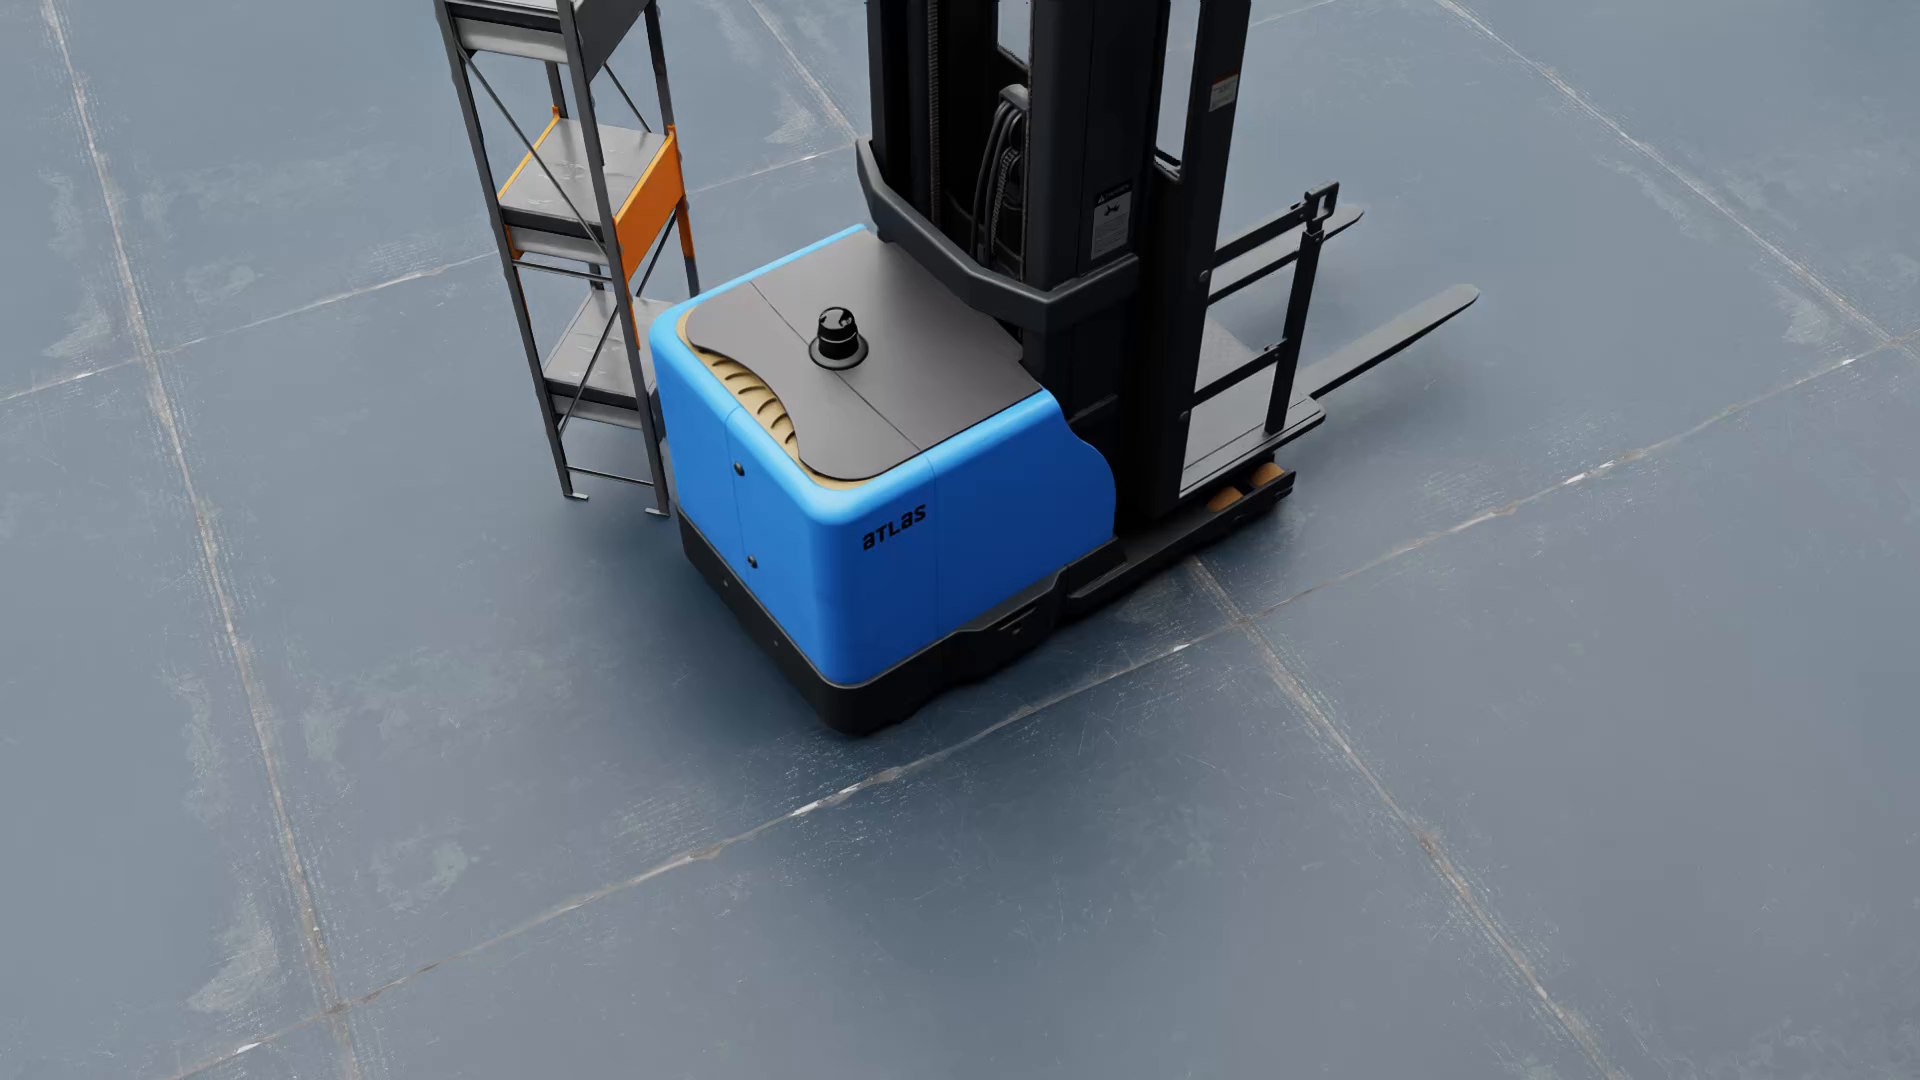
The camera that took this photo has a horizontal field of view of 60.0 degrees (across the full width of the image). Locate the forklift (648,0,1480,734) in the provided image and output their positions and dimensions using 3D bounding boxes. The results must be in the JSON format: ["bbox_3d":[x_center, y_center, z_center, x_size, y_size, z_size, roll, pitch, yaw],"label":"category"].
[{"bbox_3d":[0.550,-1.280,4.922,3.031,2.935,1.130,-29,55,-23],"label":"forklift"}]

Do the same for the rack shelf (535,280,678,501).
[{"bbox_3d":[-1.144,-0.521,5.759,0.431,0.518,0.480,12,50,10],"label":"rack shelf"}]

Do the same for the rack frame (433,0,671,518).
[{"bbox_3d":[-1.209,-0.814,5.067,0.400,2.100,0.015,12,50,10],"label":"rack frame"}]

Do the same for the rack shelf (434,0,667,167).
[{"bbox_3d":[-1.144,-1.443,4.705,0.431,0.518,0.480,12,50,10],"label":"rack shelf"}]

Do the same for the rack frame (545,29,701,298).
[{"bbox_3d":[-1.080,-1.168,5.377,0.400,2.100,0.015,12,50,10],"label":"rack frame"}]

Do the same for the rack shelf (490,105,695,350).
[{"bbox_3d":[-1.144,-0.982,5.232,0.431,0.518,0.480,12,50,10],"label":"rack shelf"}]

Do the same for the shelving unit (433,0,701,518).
[{"bbox_3d":[-1.144,-0.991,5.222,0.431,2.100,0.503,12,50,10],"label":"shelving unit"}]
